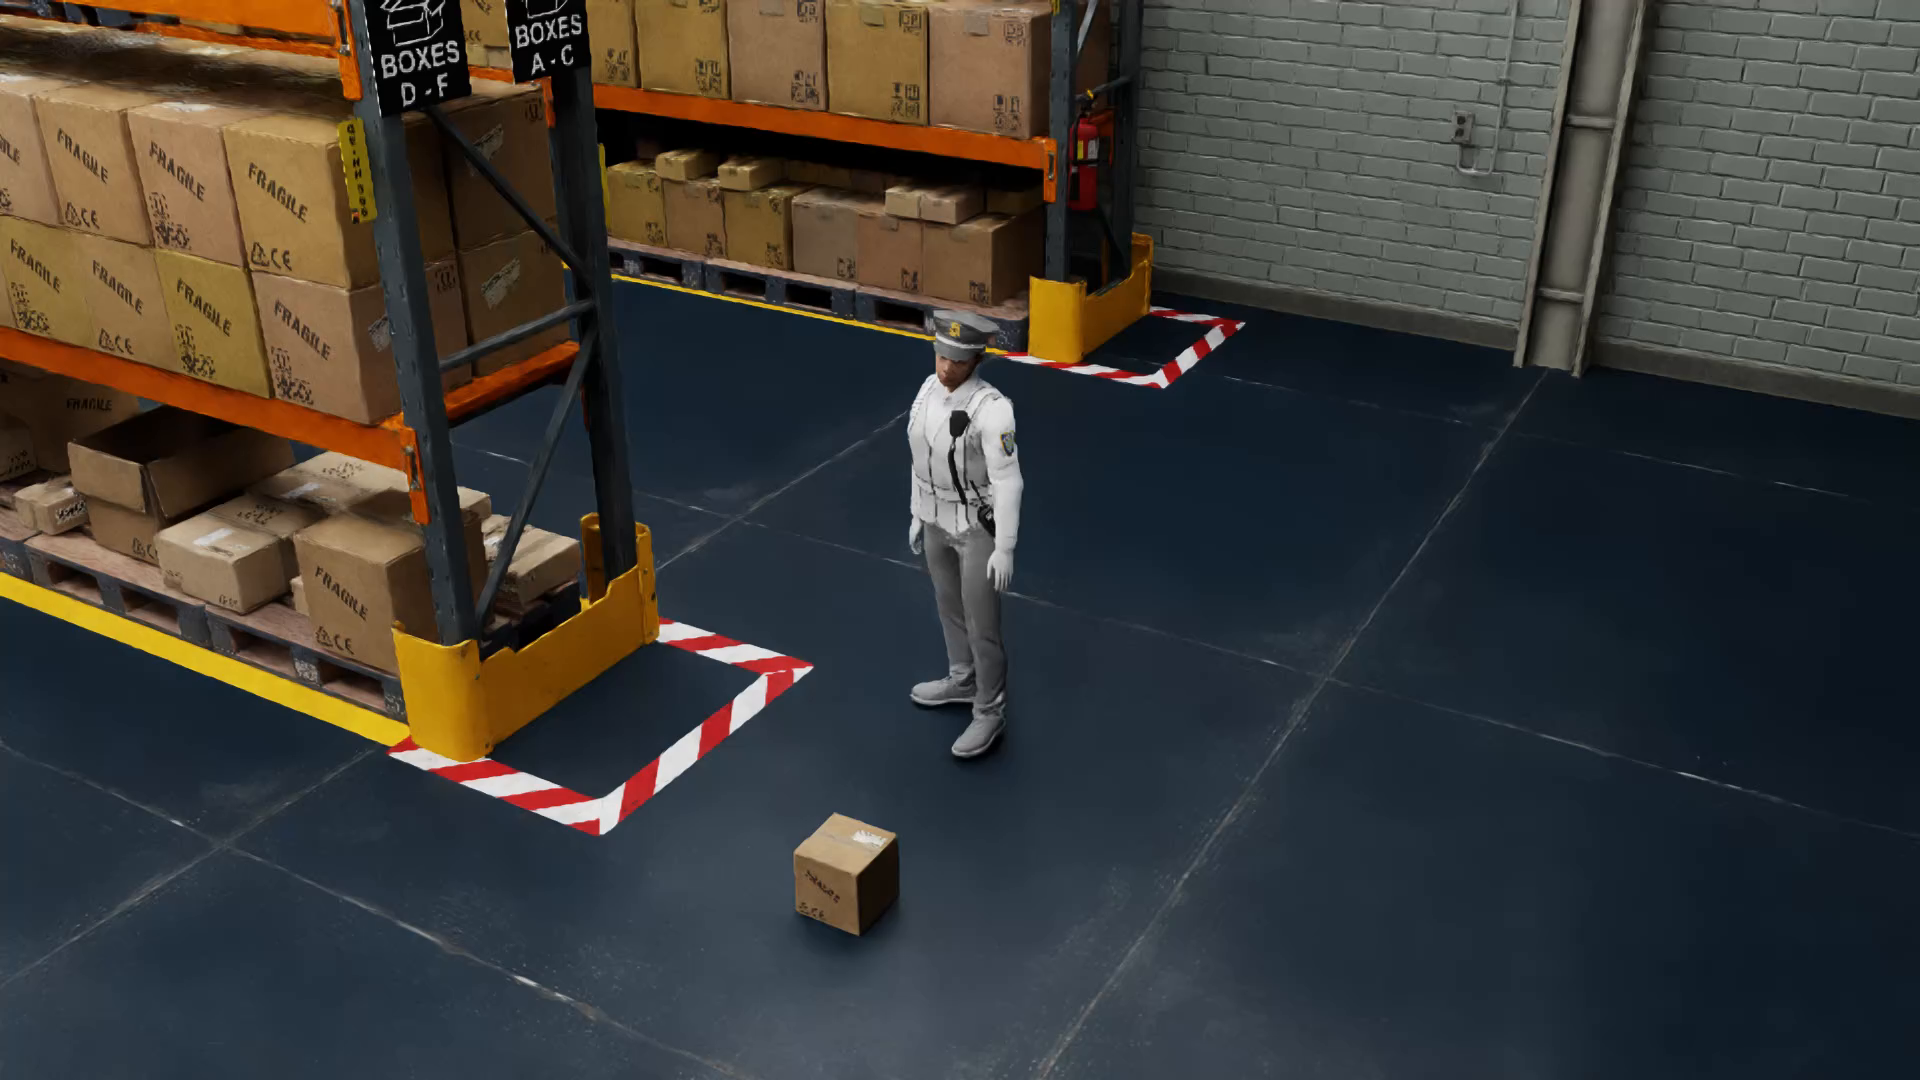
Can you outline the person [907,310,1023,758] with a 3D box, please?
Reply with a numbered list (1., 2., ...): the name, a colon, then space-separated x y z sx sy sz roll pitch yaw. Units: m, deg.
1. person: 0.008 -0.038 6.119 0.355 1.683 0.574 -20 33 -34
